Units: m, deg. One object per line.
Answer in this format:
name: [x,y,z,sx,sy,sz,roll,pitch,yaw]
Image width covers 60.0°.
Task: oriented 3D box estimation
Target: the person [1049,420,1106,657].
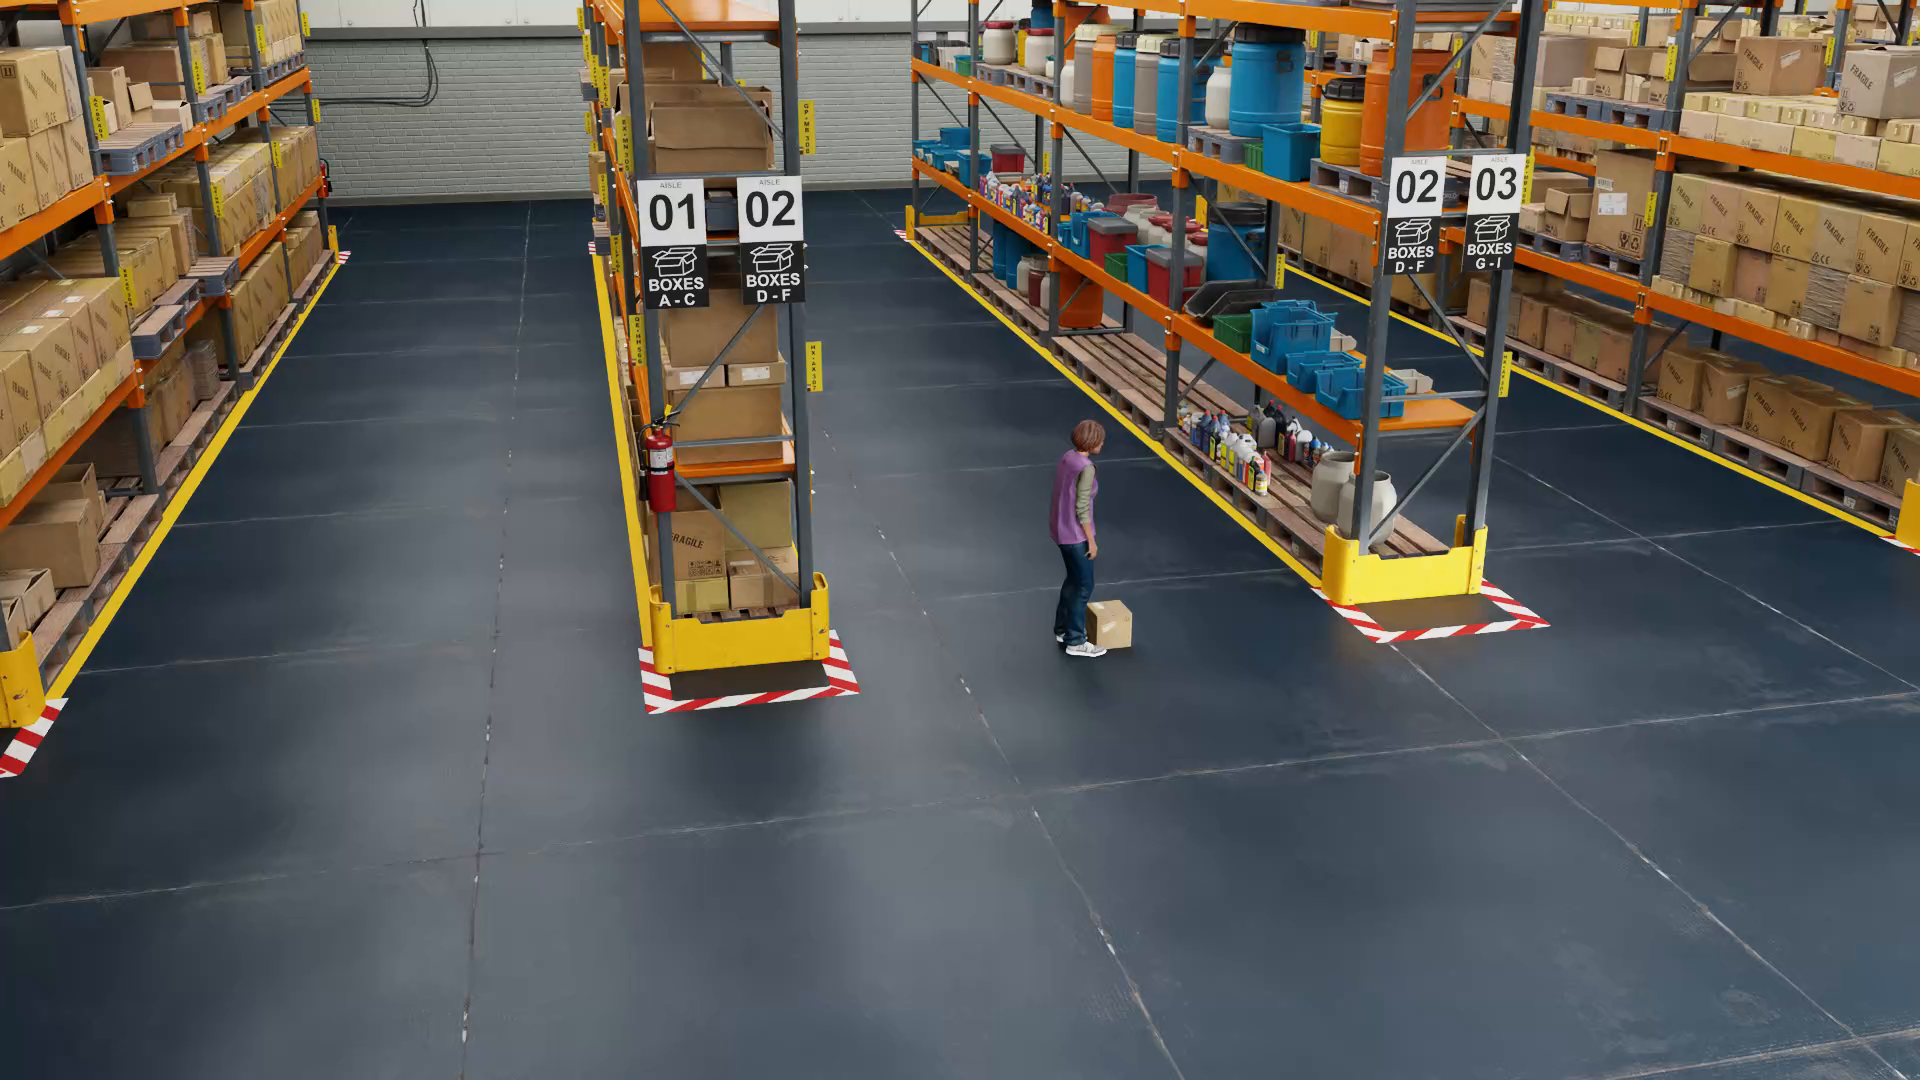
person: [0.788,-0.026,11.159,0.349,1.593,0.473,-5,21,-14]
